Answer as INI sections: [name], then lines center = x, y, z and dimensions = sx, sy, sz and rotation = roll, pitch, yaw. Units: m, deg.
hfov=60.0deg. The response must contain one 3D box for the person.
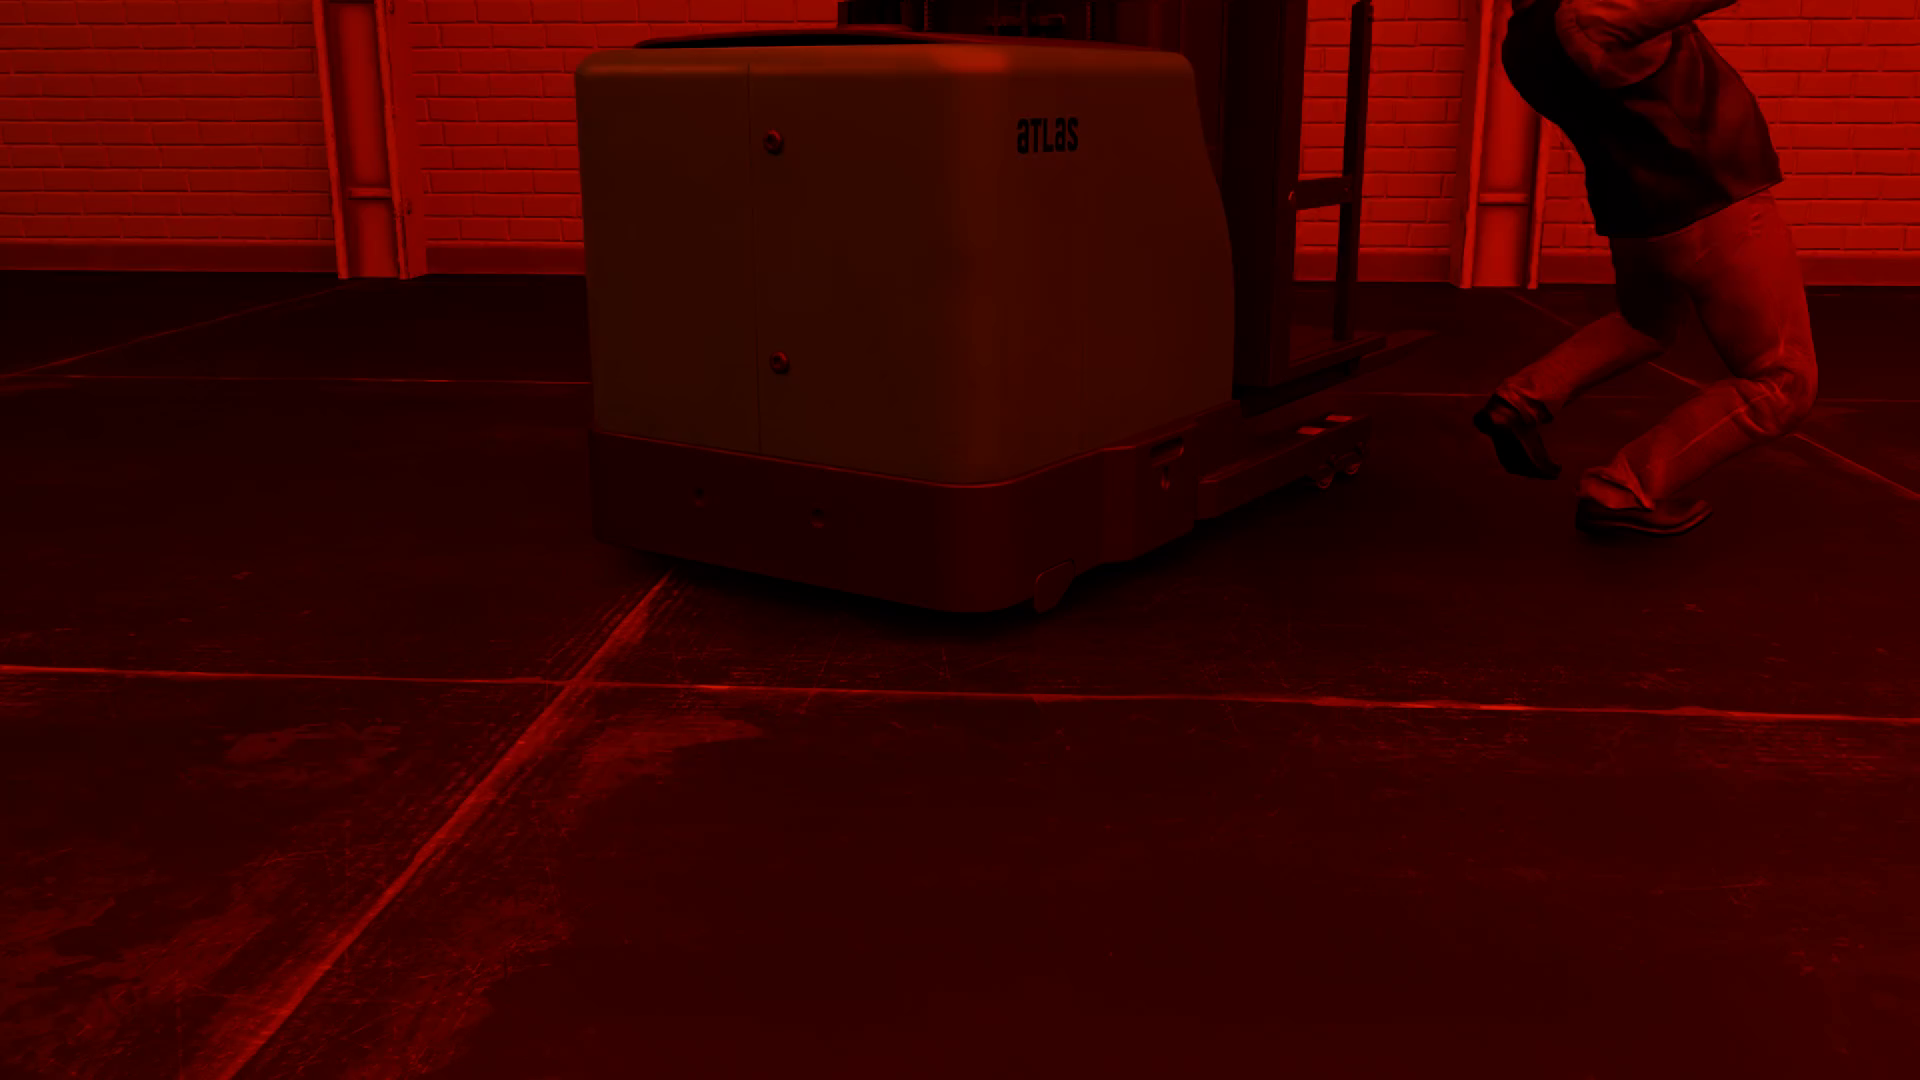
[person]
center = 1.508, -0.794, 3.611
dimensions = 0.672, 1.590, 1.000
rotation = -2, 15, -7

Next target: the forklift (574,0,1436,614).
[forklift]
center = 0.449, -1.605, 4.133
dimensions = 1.130, 2.935, 3.031
rotation = 10, 18, 32
